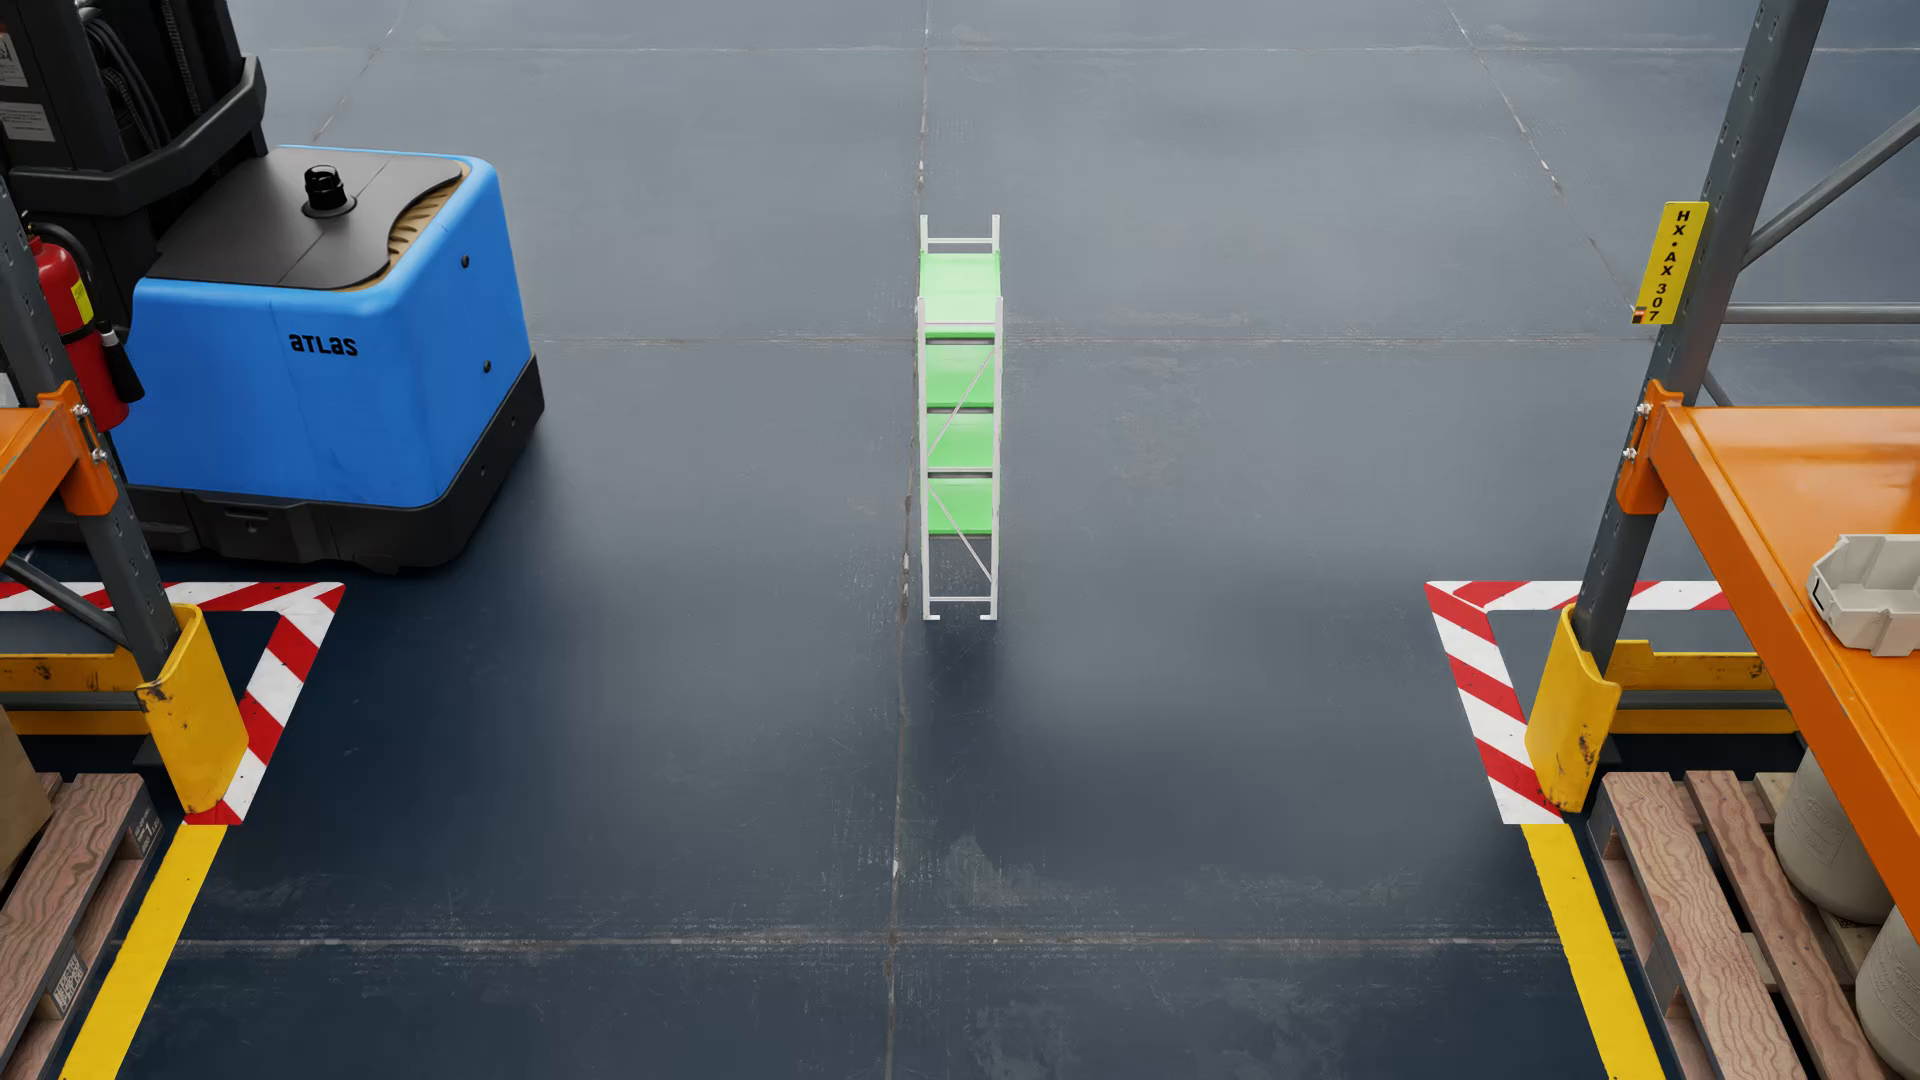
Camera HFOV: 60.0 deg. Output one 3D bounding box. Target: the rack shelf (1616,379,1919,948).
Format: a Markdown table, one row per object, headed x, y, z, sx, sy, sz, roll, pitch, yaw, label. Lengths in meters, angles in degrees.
| x | y | z | sx | sy | sz | roll | pitch | yaw | label |
| --- | --- | --- | --- | --- | --- | --- | --- | --- | --- |
| 2.235 | 0.988 | 2.694 | 1.077 | 0.370 | 4.000 | 0 | 39 | 0 | rack shelf |

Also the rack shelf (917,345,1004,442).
| x | y | z | sx | sy | sz | roll | pitch | yaw | label |
| --- | --- | --- | --- | --- | --- | --- | --- | --- | --- |
| 0.000 | -0.502 | 5.135 | 0.258 | 0.148 | 0.480 | 0 | 39 | 0 | rack shelf |

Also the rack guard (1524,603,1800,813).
| x | y | z | sx | sy | sz | roll | pitch | yaw | label |
| --- | --- | --- | --- | --- | --- | --- | --- | --- | --- |
| 2.280 | 0.480 | 4.752 | 1.175 | 0.500 | 0.348 | 0 | 39 | 0 | rack guard |

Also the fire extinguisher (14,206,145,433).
| x | y | z | sx | sy | sz | roll | pitch | yaw | label |
| --- | --- | --- | --- | --- | --- | --- | --- | --- | --- |
| -2.259 | -0.581 | 4.139 | 0.296 | 0.674 | 0.183 | 0 | 39 | 0 | fire extinguisher |

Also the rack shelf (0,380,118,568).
| x | y | z | sx | sy | sz | roll | pitch | yaw | label |
| --- | --- | --- | --- | --- | --- | --- | --- | --- | --- |
| -2.717 | 0.992 | 2.689 | 1.077 | 0.370 | 4.000 | 0 | 39 | 0 | rack shelf |

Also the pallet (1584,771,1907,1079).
| x | y | z | sx | sy | sz | roll | pitch | yaw | label |
| --- | --- | --- | --- | --- | --- | --- | --- | --- | --- |
| 2.276 | 1.100 | 4.208 | 1.003 | 0.211 | 1.213 | 0 | 39 | 0 | pallet |

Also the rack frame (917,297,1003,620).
| x | y | z | sx | sy | sz | roll | pitch | yaw | label |
| --- | --- | --- | --- | --- | --- | --- | --- | --- | --- |
| 0.000 | -0.212 | 5.055 | 0.240 | 1.200 | 0.015 | 0 | 39 | 0 | rack frame |

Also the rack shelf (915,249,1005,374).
| x | y | z | sx | sy | sz | roll | pitch | yaw | label |
| --- | --- | --- | --- | --- | --- | --- | --- | --- | --- |
| 0.000 | -0.689 | 4.985 | 0.258 | 0.148 | 0.480 | 0 | 39 | 0 | rack shelf |

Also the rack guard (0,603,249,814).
| x | y | z | sx | sy | sz | roll | pitch | yaw | label |
| --- | --- | --- | --- | --- | --- | --- | --- | --- | --- |
| -2.720 | 0.483 | 4.747 | 1.175 | 0.500 | 0.348 | 0 | 39 | 0 | rack guard |

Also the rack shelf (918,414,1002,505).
| x | y | z | sx | sy | sz | roll | pitch | yaw | label |
| --- | --- | --- | --- | --- | --- | --- | --- | --- | --- |
| 0.000 | -0.315 | 5.286 | 0.258 | 0.148 | 0.480 | 0 | 39 | 0 | rack shelf |

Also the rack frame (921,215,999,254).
| x | y | z | sx | sy | sz | roll | pitch | yaw | label |
| --- | --- | --- | --- | --- | --- | --- | --- | --- | --- |
| 0.000 | -0.517 | 5.436 | 0.240 | 1.200 | 0.015 | 0 | 39 | 0 | rack frame |

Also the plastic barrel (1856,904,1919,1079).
| x | y | z | sx | sy | sz | roll | pitch | yaw | label |
| --- | --- | --- | --- | --- | --- | --- | --- | --- | --- |
| 2.311 | 0.989 | 3.771 | 0.421 | 0.512 | 0.421 | 0 | 39 | 0 | plastic barrel |

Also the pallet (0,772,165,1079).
| x | y | z | sx | sy | sz | roll | pitch | yaw | label |
| --- | --- | --- | --- | --- | --- | --- | --- | --- | --- |
| -2.754 | 1.104 | 4.204 | 1.003 | 0.211 | 1.213 | 0 | 39 | 0 | pallet |

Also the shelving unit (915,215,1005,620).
| x | y | z | sx | sy | sz | roll | pitch | yaw | label |
| --- | --- | --- | --- | --- | --- | --- | --- | --- | --- |
| 0.000 | -0.365 | 5.246 | 0.258 | 1.200 | 0.503 | 0 | 39 | 0 | shelving unit |

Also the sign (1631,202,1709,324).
| x | y | z | sx | sy | sz | roll | pitch | yaw | label |
| --- | --- | --- | --- | --- | --- | --- | --- | --- | --- |
| 1.683 | -0.654 | 3.946 | 0.100 | 0.325 | 0.005 | 0 | 39 | 0 | sign |

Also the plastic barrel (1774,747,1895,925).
| x | y | z | sx | sy | sz | roll | pitch | yaw | label |
| --- | --- | --- | --- | --- | --- | --- | --- | --- | --- |
| 2.310 | 0.675 | 4.162 | 0.421 | 0.512 | 0.421 | 0 | 39 | 0 | plastic barrel |

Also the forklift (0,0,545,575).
| x | y | z | sx | sy | sz | roll | pitch | yaw | label |
| --- | --- | --- | --- | --- | --- | --- | --- | --- | --- |
| -3.119 | -1.441 | 5.205 | 3.031 | 2.935 | 1.130 | 5 | 39 | 6 | forklift |

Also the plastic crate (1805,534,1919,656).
| x | y | z | sx | sy | sz | roll | pitch | yaw | label |
| --- | --- | --- | --- | --- | --- | --- | --- | --- | --- |
| 1.912 | 0.119 | 3.413 | 0.298 | 0.136 | 0.250 | 0 | 39 | 0 | plastic crate |

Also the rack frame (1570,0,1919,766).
| x | y | z | sx | sy | sz | roll | pitch | yaw | label |
| --- | --- | --- | --- | --- | --- | --- | --- | --- | --- |
| 2.233 | -0.543 | 4.029 | 1.000 | 3.000 | 0.127 | 0 | 39 | 0 | rack frame |

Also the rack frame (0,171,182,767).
| x | y | z | sx | sy | sz | roll | pitch | yaw | label |
| --- | --- | --- | --- | --- | --- | --- | --- | --- | --- |
| -2.720 | -0.540 | 4.025 | 1.000 | 3.000 | 0.127 | 0 | 39 | 0 | rack frame |

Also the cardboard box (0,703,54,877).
| x | y | z | sx | sy | sz | roll | pitch | yaw | label |
| --- | --- | --- | --- | --- | --- | --- | --- | --- | --- |
| -2.736 | 0.662 | 4.188 | 0.500 | 0.500 | 0.500 | 7 | 39 | 8 | cardboard box |

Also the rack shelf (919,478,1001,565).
| x | y | z | sx | sy | sz | roll | pitch | yaw | label |
| --- | --- | --- | --- | --- | --- | --- | --- | --- | --- |
| 0.000 | -0.128 | 5.436 | 0.258 | 0.148 | 0.480 | 0 | 39 | 0 | rack shelf |
